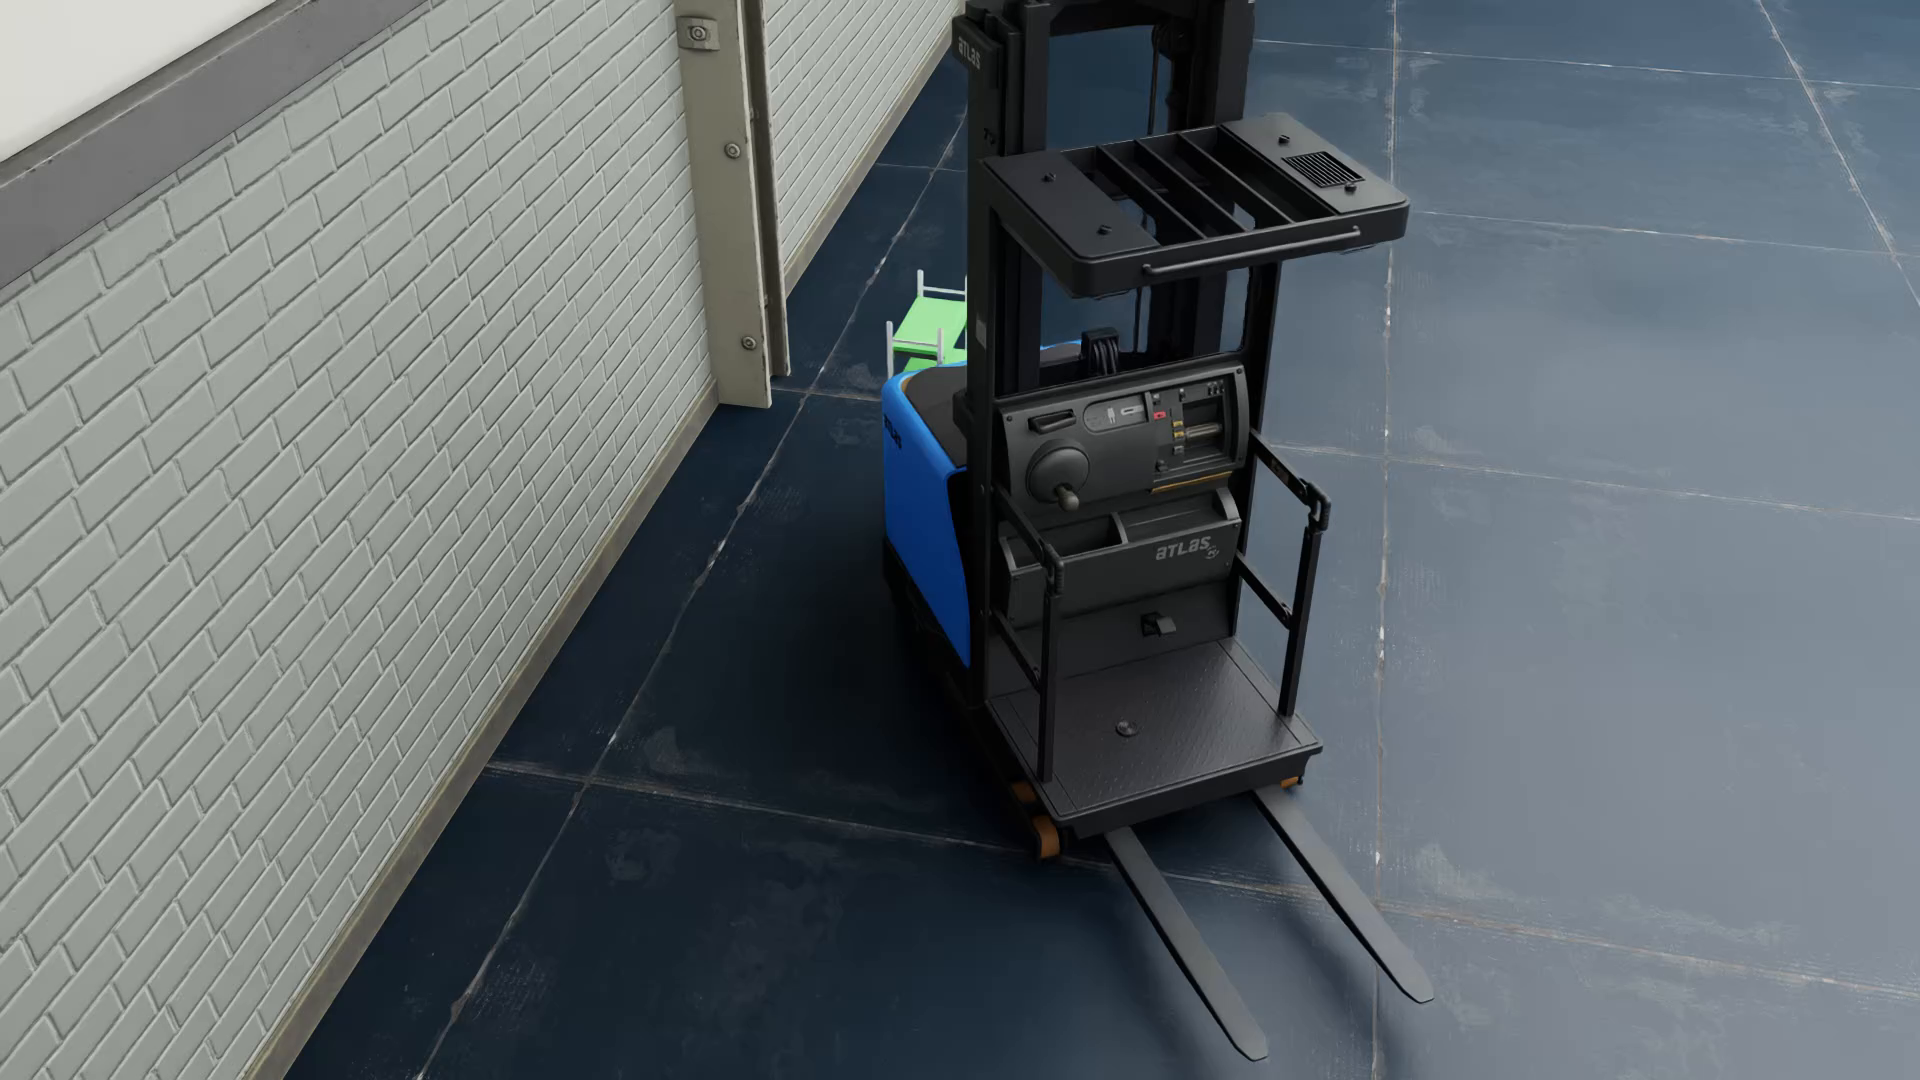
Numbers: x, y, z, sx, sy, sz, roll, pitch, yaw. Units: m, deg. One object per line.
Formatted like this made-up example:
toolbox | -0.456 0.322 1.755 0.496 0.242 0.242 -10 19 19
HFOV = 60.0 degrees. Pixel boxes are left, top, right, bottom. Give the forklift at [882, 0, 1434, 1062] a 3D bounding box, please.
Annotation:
forklift | 0.667 -0.292 5.655 1.130 2.935 3.031 -13 38 -17

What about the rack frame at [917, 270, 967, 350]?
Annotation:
rack frame | -0.070 -0.687 7.676 0.240 1.200 0.015 8 37 11

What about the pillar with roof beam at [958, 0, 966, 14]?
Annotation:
pillar with roof beam | 4.378 -7.364 10.243 9.100 9.000 0.400 7 37 10

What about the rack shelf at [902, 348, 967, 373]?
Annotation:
rack shelf | -0.130 -0.691 7.381 0.258 0.148 0.480 8 37 11

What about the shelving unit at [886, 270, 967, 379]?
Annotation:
shelving unit | -0.130 -0.548 7.484 0.258 1.200 0.503 8 37 11

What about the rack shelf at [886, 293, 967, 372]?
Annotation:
rack shelf | -0.130 -0.885 7.240 0.258 0.148 0.480 8 37 11

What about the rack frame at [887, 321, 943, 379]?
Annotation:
rack frame | -0.190 -0.409 7.293 0.240 1.200 0.015 8 37 11

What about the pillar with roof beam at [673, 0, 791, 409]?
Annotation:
pillar with roof beam | 3.096 -3.925 5.497 9.100 9.000 0.400 7 37 10
